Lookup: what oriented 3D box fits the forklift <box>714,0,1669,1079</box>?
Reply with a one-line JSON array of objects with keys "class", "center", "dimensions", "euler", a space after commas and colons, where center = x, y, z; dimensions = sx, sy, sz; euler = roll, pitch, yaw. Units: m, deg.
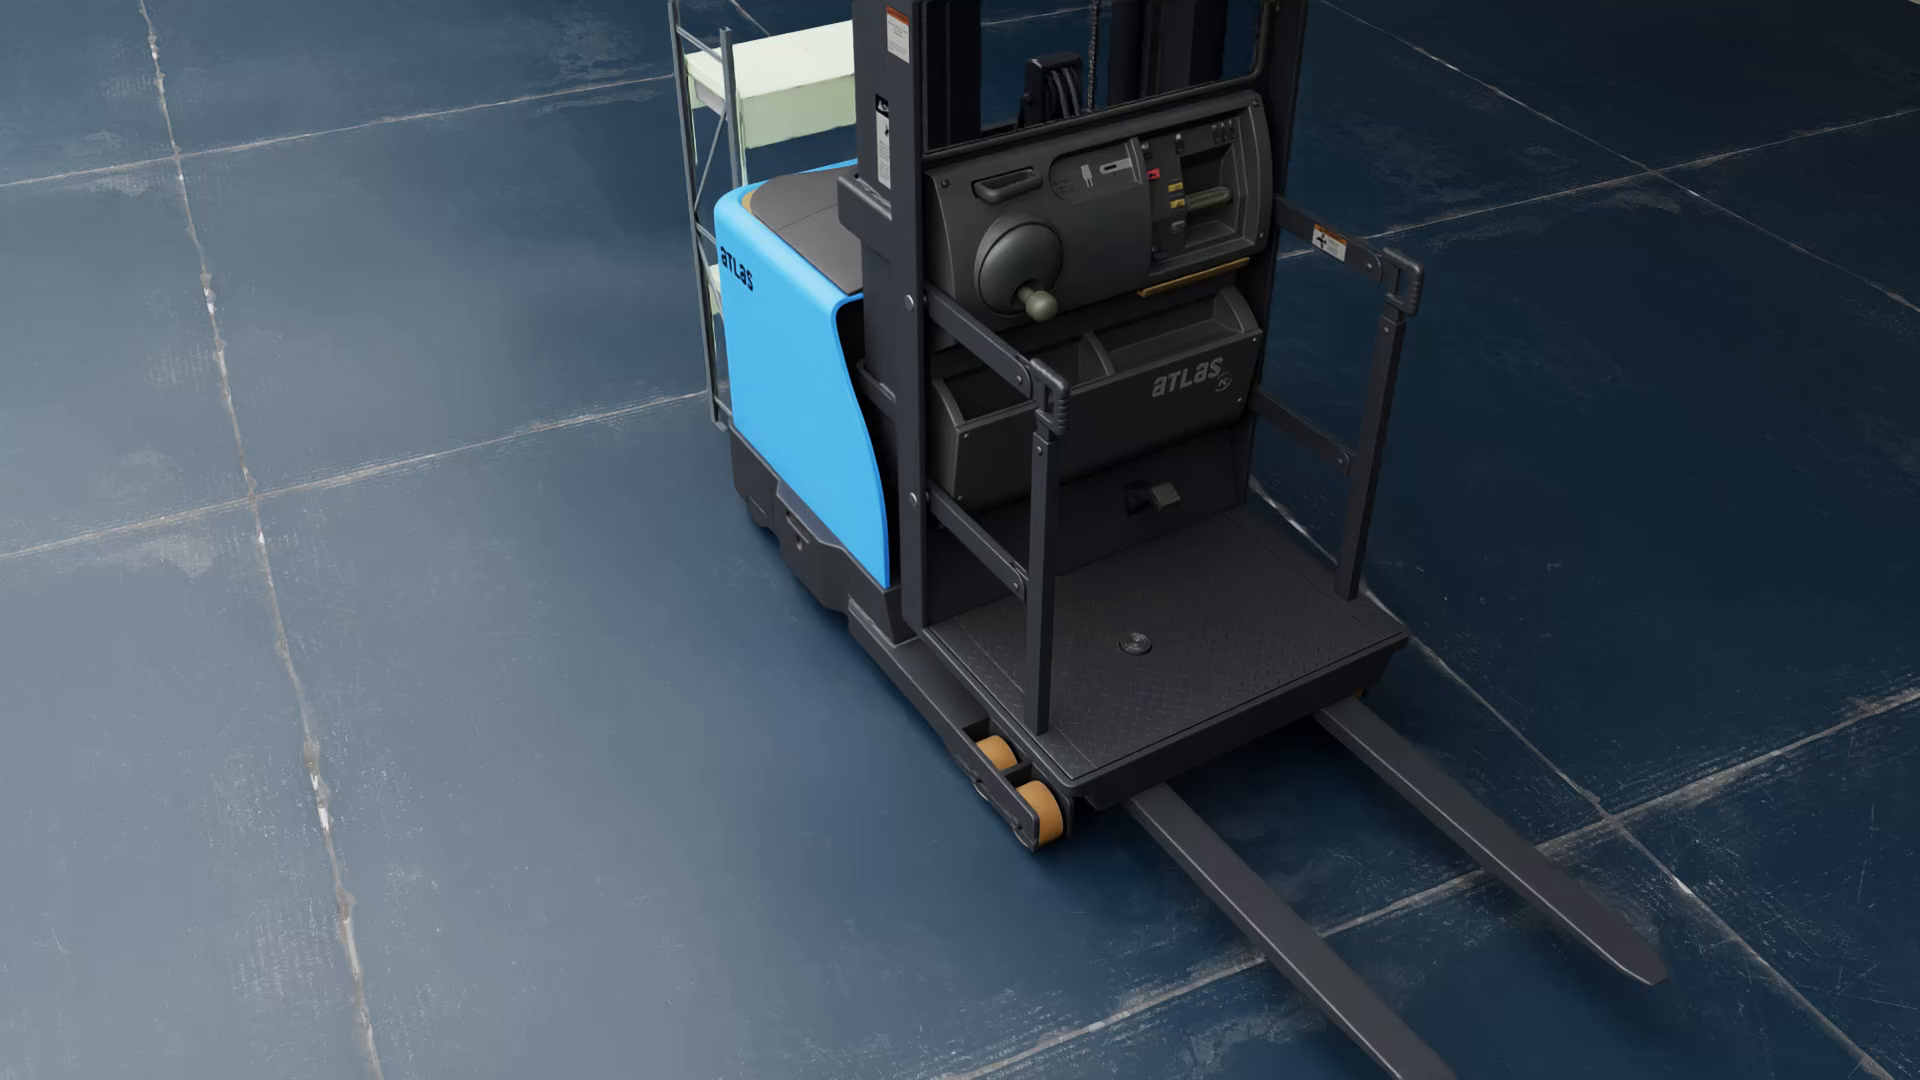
[{"class": "forklift", "center": [0.468, -0.721, 3.762], "dimensions": [1.130, 2.935, 3.031], "euler": [-20, 41, -25]}]

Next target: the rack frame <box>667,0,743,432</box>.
[{"class": "rack frame", "center": [-0.755, -0.923, 5.236], "dimensions": [0.023, 1.500, 0.400], "euler": [-20, 41, -25]}]

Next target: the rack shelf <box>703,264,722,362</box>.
[{"class": "rack shelf", "center": [-0.445, -0.777, 5.586], "dimensions": [0.720, 0.370, 0.431], "euler": [-20, 41, -25]}]

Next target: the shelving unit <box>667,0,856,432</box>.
[{"class": "shelving unit", "center": [-0.445, -1.039, 5.392], "dimensions": [0.755, 1.500, 0.431], "euler": [-20, 41, -25]}]

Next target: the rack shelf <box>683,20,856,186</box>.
[{"class": "rack shelf", "center": [-0.445, -1.352, 5.159], "dimensions": [0.720, 0.370, 0.431], "euler": [-20, 41, -25]}]
